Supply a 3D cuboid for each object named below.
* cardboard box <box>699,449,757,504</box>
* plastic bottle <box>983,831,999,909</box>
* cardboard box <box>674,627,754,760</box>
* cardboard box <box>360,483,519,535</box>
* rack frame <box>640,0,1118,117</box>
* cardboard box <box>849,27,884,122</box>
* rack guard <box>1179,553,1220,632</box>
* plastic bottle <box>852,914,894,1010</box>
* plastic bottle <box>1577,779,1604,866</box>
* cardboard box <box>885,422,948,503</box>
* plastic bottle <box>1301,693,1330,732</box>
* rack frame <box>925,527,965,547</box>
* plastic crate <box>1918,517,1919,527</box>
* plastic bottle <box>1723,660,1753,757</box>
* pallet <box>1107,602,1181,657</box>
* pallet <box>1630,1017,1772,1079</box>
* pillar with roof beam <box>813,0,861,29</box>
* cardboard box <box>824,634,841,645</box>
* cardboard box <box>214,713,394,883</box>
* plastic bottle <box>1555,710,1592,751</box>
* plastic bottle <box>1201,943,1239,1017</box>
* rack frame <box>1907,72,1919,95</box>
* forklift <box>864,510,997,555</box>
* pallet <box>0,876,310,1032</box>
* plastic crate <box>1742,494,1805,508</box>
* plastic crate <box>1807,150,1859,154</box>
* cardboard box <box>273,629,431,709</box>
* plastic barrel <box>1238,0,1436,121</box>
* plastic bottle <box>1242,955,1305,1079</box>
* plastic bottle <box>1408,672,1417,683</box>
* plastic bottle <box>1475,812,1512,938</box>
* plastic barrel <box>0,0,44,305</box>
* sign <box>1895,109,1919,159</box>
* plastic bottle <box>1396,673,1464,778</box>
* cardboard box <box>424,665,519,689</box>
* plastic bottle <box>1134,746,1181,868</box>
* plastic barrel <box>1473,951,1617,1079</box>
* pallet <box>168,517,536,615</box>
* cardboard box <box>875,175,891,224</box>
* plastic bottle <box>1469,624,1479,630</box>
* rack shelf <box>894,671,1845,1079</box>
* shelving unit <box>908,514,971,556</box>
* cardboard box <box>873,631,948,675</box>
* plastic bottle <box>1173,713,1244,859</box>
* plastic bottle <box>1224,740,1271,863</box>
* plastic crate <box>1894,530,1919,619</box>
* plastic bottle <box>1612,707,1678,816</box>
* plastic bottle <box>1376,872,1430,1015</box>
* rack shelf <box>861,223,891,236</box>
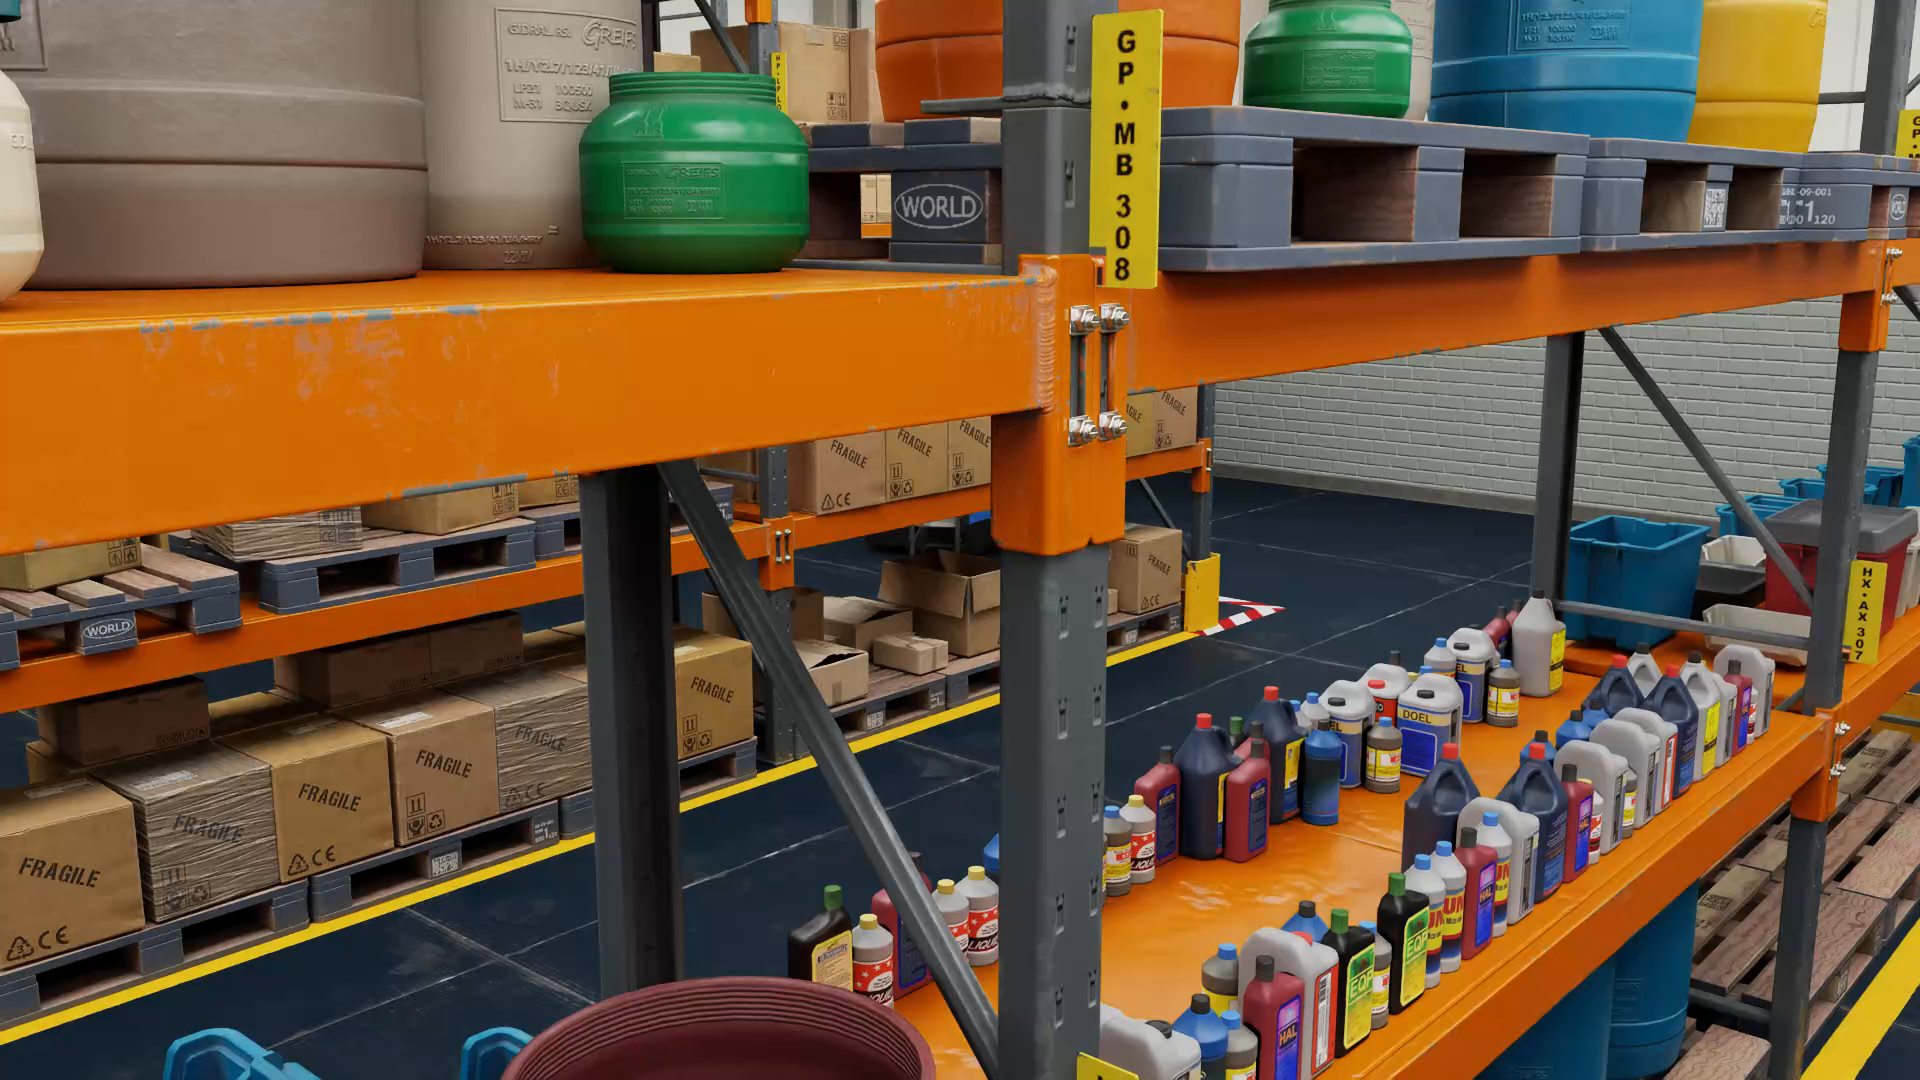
[{"bbox_3d":[-1.159,-0.506,9.331,0.500,0.500,0.500,10,15,41],"label":"cardboard box"},{"bbox_3d":[0.099,0.750,3.624,0.097,0.271,0.097,0,11,0],"label":"plastic bottle"},{"bbox_3d":[-1.406,0.769,8.459,0.500,0.500,0.500,10,15,40],"label":"cardboard box"},{"bbox_3d":[-2.416,-0.337,7.414,0.700,0.500,0.500,6,13,26],"label":"cardboard box"},{"bbox_3d":[-0.218,-2.063,2.063,1.000,3.000,0.127,10,15,40],"label":"rack frame"},{"bbox_3d":[-0.567,-2.492,9.064,0.700,0.500,0.500,10,15,40],"label":"cardboard box"},{"bbox_3d":[1.294,0.298,11.942,1.175,0.500,0.348,10,15,40],"label":"rack guard"},{"bbox_3d":[-0.182,0.847,3.318,0.097,0.201,0.097,0,11,0],"label":"plastic bottle"},{"bbox_3d":[1.533,0.690,4.104,0.097,0.201,0.097,0,11,0],"label":"plastic bottle"},{"bbox_3d":[-0.419,-0.515,9.375,0.500,0.500,0.500,10,15,41],"label":"cardboard box"},{"bbox_3d":[0.969,0.557,4.595,0.097,0.271,0.097,0,11,0],"label":"plastic bottle"},{"bbox_3d":[-0.124,-0.843,13.570,0.400,2.100,0.015,2,11,9],"label":"rack frame"},{"bbox_3d":[4.458,-0.014,7.642,0.396,0.136,0.243,10,15,40],"label":"plastic crate"},{"bbox_3d":[2.287,0.488,4.909,0.061,0.283,0.133,10,15,40],"label":"plastic bottle"},{"bbox_3d":[0.769,0.557,11.382,1.003,0.211,1.213,10,15,40],"label":"pallet"},{"bbox_3d":[1.882,1.766,5.329,1.003,0.211,1.213,10,15,40],"label":"pallet"},{"bbox_3d":[1.987,-4.473,14.131,9.100,9.000,0.400,10,15,40],"label":"pillar with roof beam"},{"bbox_3d":[-0.930,0.649,9.961,0.380,0.149,0.250,10,15,40],"label":"cardboard box"},{"bbox_3d":[-2.745,1.067,6.968,0.500,0.500,0.500,10,15,40],"label":"cardboard box"},{"bbox_3d":[1.636,0.588,4.438,0.097,0.271,0.097,0,11,0],"label":"plastic bottle"},{"bbox_3d":[0.510,0.873,3.188,0.097,0.201,0.097,0,11,0],"label":"plastic bottle"},{"bbox_3d":[5.063,-3.240,7.956,1.000,3.000,0.127,10,15,40],"label":"rack frame"},{"bbox_3d":[0.361,-1.552,14.998,1.130,2.935,3.031,7,13,30],"label":"forklift"},{"bbox_3d":[-3.415,1.501,6.659,1.003,0.211,1.213,10,15,40],"label":"pallet"},{"bbox_3d":[3.783,-0.058,7.616,0.416,0.233,0.300,10,15,40],"label":"plastic crate"},{"bbox_3d":[3.848,-1.549,7.309,0.504,0.338,0.767,10,15,40],"label":"plastic crate"},{"bbox_3d":[-2.789,0.553,7.630,0.500,0.250,0.500,9,15,39],"label":"cardboard box"},{"bbox_3d":[0.839,-1.145,3.706,0.433,0.535,0.433,0,11,0],"label":"plastic barrel"},{"bbox_3d":[0.562,0.872,2.984,0.061,0.283,0.133,10,15,40],"label":"plastic bottle"},{"bbox_3d":[1.364,0.503,5.042,0.097,0.201,0.097,0,11,0],"label":"plastic bottle"},{"bbox_3d":[1.170,0.737,3.691,0.097,0.271,0.097,0,11,0],"label":"plastic bottle"},{"bbox_3d":[-0.882,-0.307,1.283,0.301,0.262,0.301,0,11,0],"label":"plastic barrel"},{"bbox_3d":[2.834,-1.113,4.945,0.100,0.325,0.005,10,15,40],"label":"sign"},{"bbox_3d":[1.334,0.526,4.735,0.152,0.276,0.135,10,15,40],"label":"plastic bottle"},{"bbox_3d":[-2.477,0.852,8.046,0.500,0.500,0.500,10,15,41],"label":"cardboard box"},{"bbox_3d":[0.483,0.654,4.078,0.061,0.283,0.133,10,15,40],"label":"plastic bottle"},{"bbox_3d":[1.583,1.296,4.850,0.600,0.901,0.708,10,15,40],"label":"plastic barrel"},{"bbox_3d":[-2.656,0.046,7.314,1.003,0.211,1.213,10,15,40],"label":"pallet"},{"bbox_3d":[-0.456,-1.860,9.091,0.500,0.250,0.500,10,15,40],"label":"cardboard box"},{"bbox_3d":[1.645,0.406,5.349,0.097,0.271,0.097,0,11,0],"label":"plastic bottle"},{"bbox_3d":[1.102,0.938,4.195,1.077,0.370,4.000,10,15,40],"label":"rack shelf"},{"bbox_3d":[-0.162,-0.796,13.334,0.431,2.100,0.503,2,11,9],"label":"shelving unit"},{"bbox_3d":[-0.293,0.661,9.854,0.380,0.166,0.250,10,15,40],"label":"cardboard box"},{"bbox_3d":[0.619,0.603,4.162,0.144,0.351,0.185,10,15,40],"label":"plastic bottle"},{"bbox_3d":[0.713,0.645,4.121,0.061,0.283,0.133,10,15,40],"label":"plastic bottle"},{"bbox_3d":[3.569,0.119,6.609,0.437,0.282,0.530,10,15,40],"label":"plastic crate"},{"bbox_3d":[1.831,0.579,4.469,0.152,0.276,0.135,10,15,40],"label":"plastic bottle"},{"bbox_3d":[0.891,0.799,3.352,0.061,0.283,0.133,10,15,40],"label":"plastic bottle"},{"bbox_3d":[0.024,-1.763,10.056,1.077,0.370,4.000,10,15,40],"label":"rack shelf"}]
